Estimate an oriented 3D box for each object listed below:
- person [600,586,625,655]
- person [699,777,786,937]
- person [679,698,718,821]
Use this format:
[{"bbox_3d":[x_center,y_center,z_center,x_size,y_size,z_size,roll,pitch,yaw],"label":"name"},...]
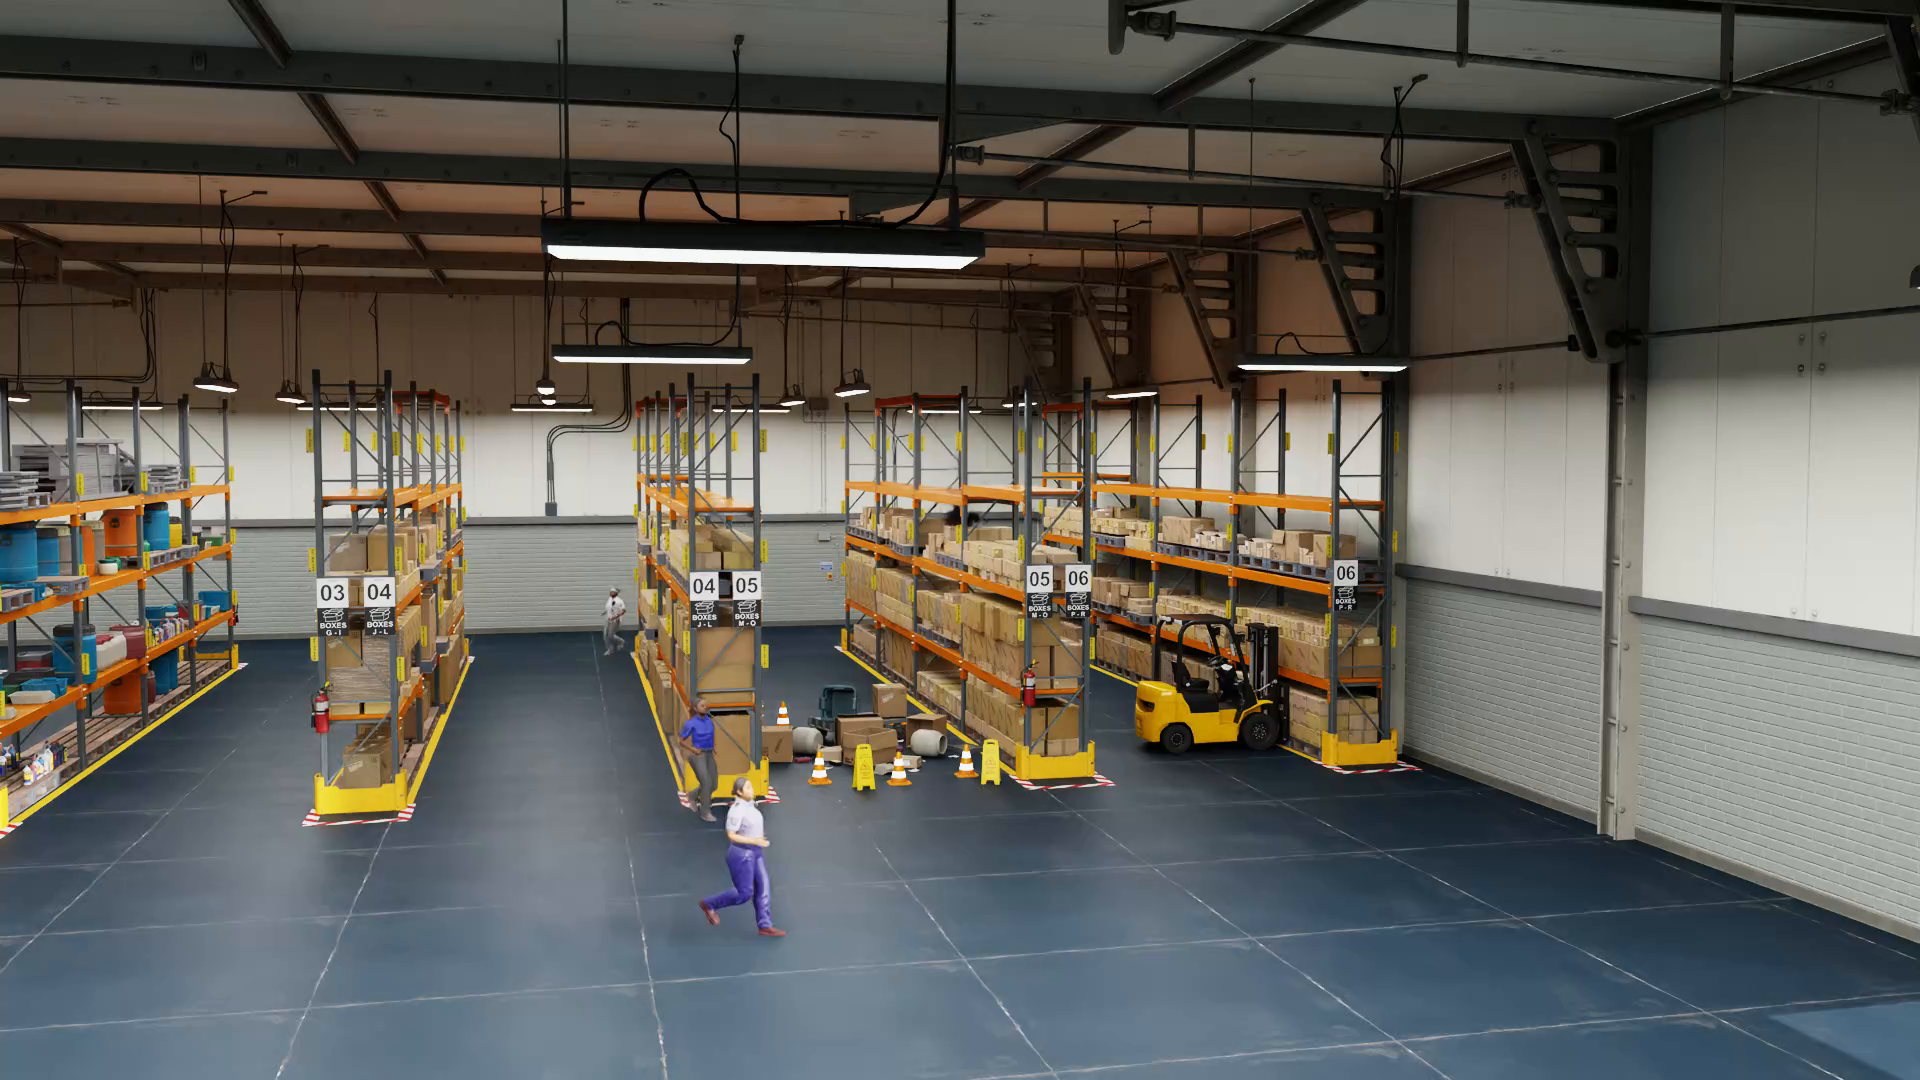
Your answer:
[{"bbox_3d":[-8.228,1.909,39.599,0.606,1.654,0.592,3,4,42],"label":"person"},{"bbox_3d":[-2.171,3.207,16.856,0.845,1.622,0.609,1,3,13],"label":"person"},{"bbox_3d":[-3.459,2.934,22.212,0.550,1.640,0.600,2,4,36],"label":"person"}]
